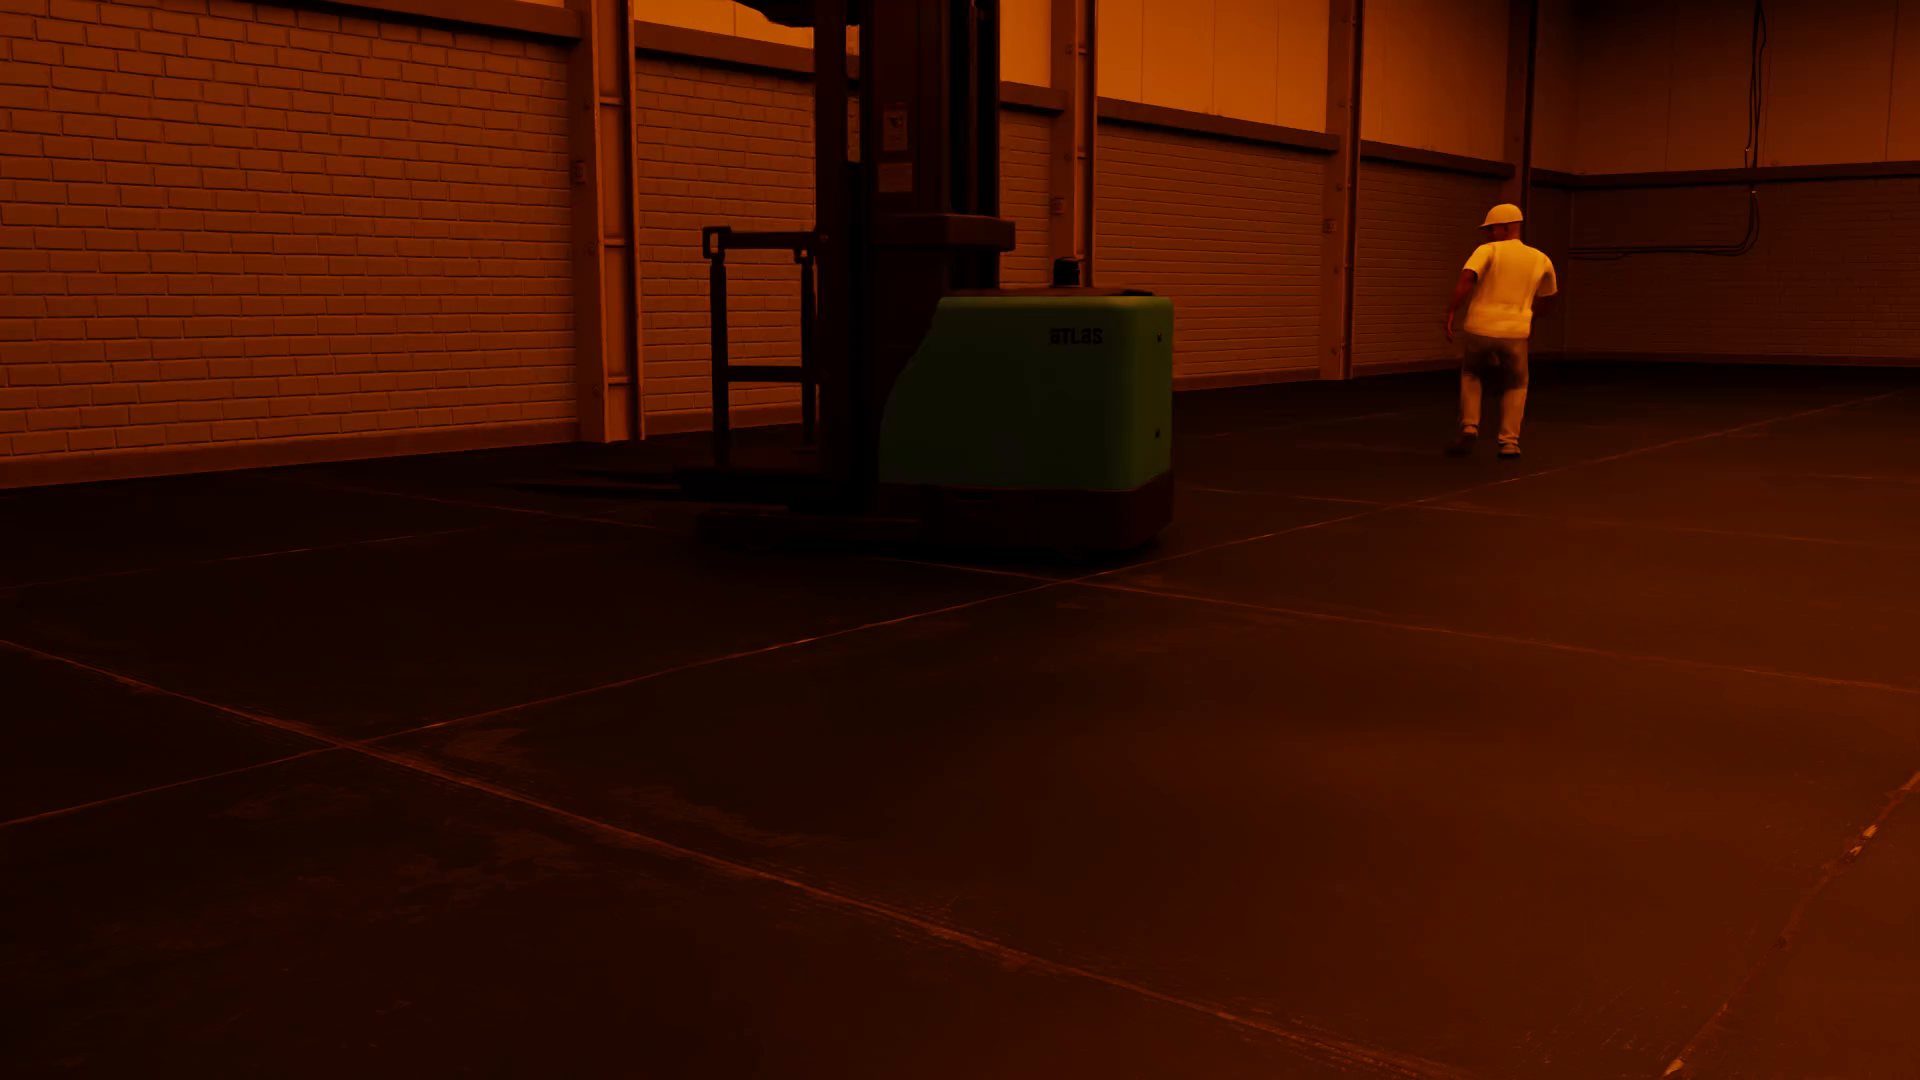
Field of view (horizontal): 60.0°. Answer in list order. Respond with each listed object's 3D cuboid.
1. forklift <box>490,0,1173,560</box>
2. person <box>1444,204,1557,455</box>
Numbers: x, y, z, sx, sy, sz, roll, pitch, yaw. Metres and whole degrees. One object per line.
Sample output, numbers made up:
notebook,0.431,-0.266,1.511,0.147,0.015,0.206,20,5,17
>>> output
forklift,-0.618,-1.470,7.326,3.031,2.935,1.130,3,9,17
person,3.627,-1.395,11.210,0.753,1.714,0.753,2,8,11
